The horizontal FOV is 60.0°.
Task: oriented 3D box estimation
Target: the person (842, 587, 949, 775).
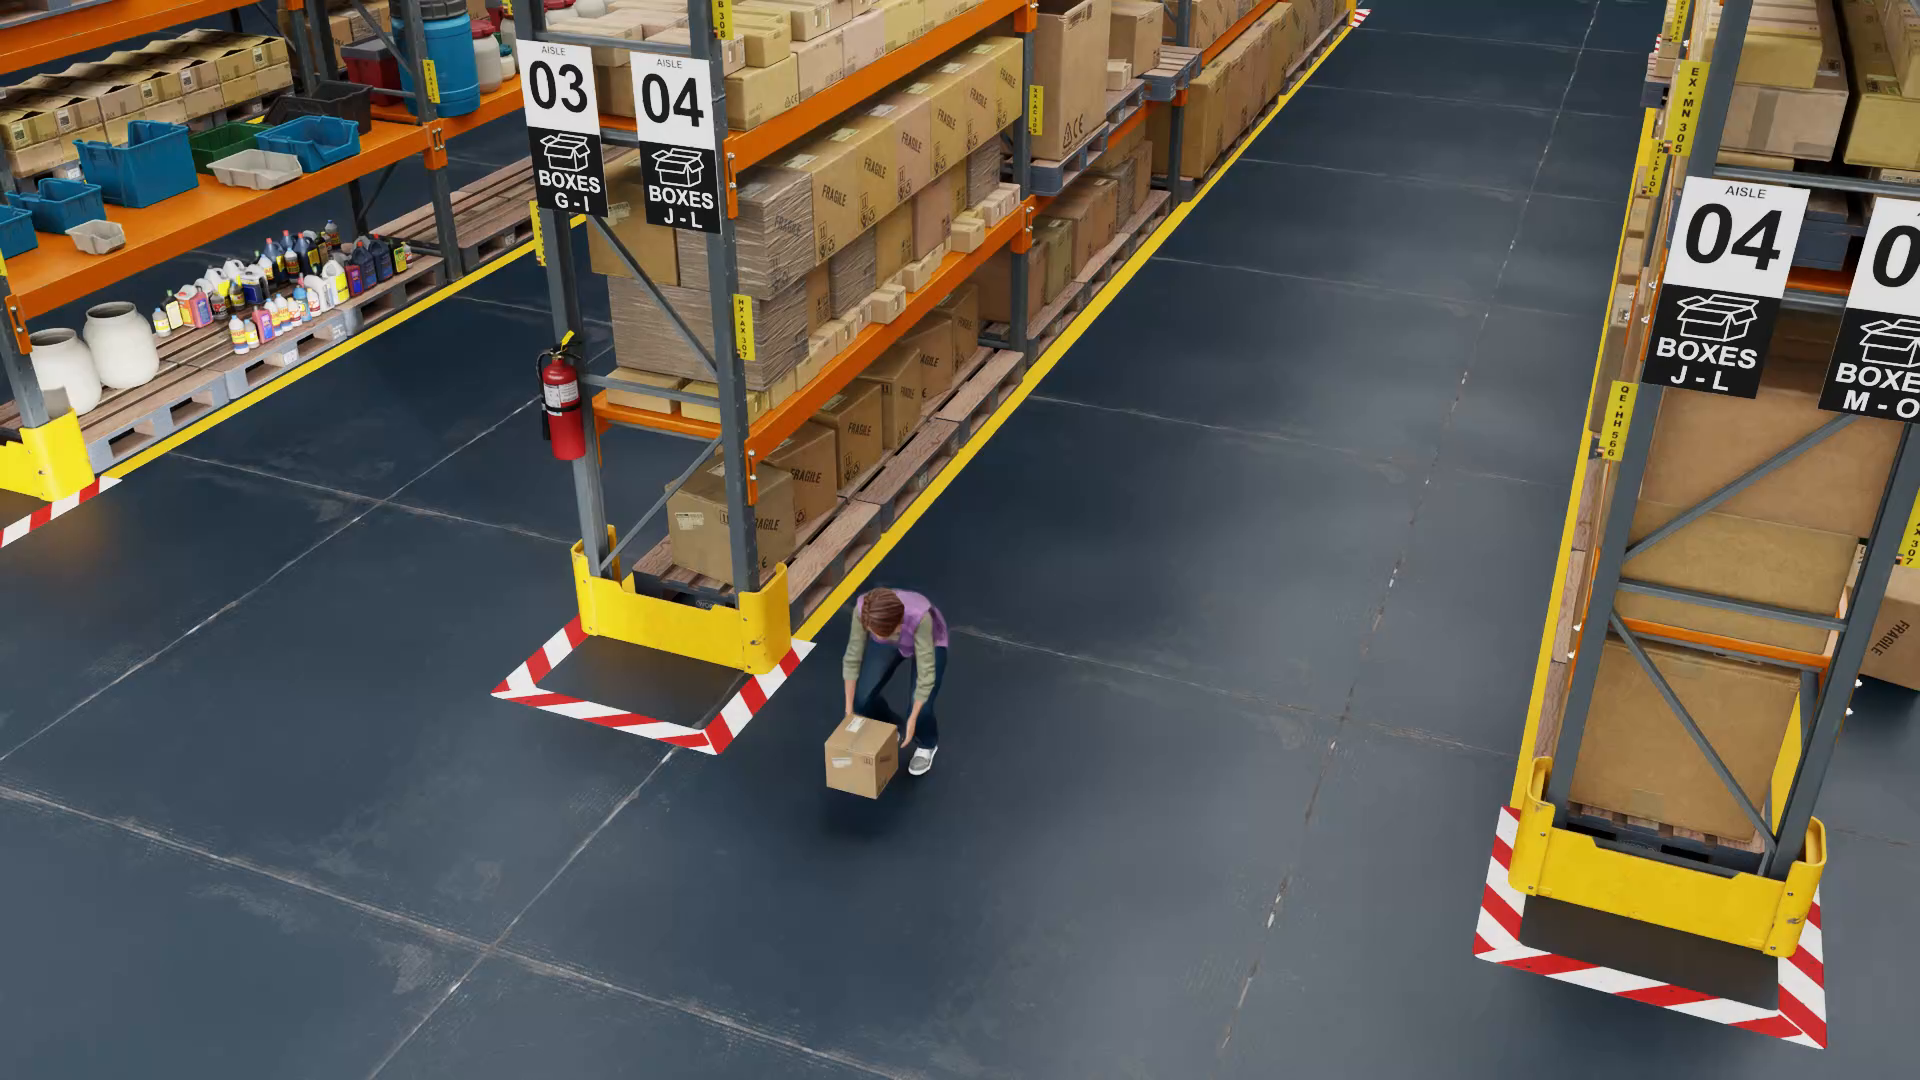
[{"bbox_3d":[-0.270,0.609,7.821,0.463,1.122,0.730,12,32,19],"label":"person"}]
